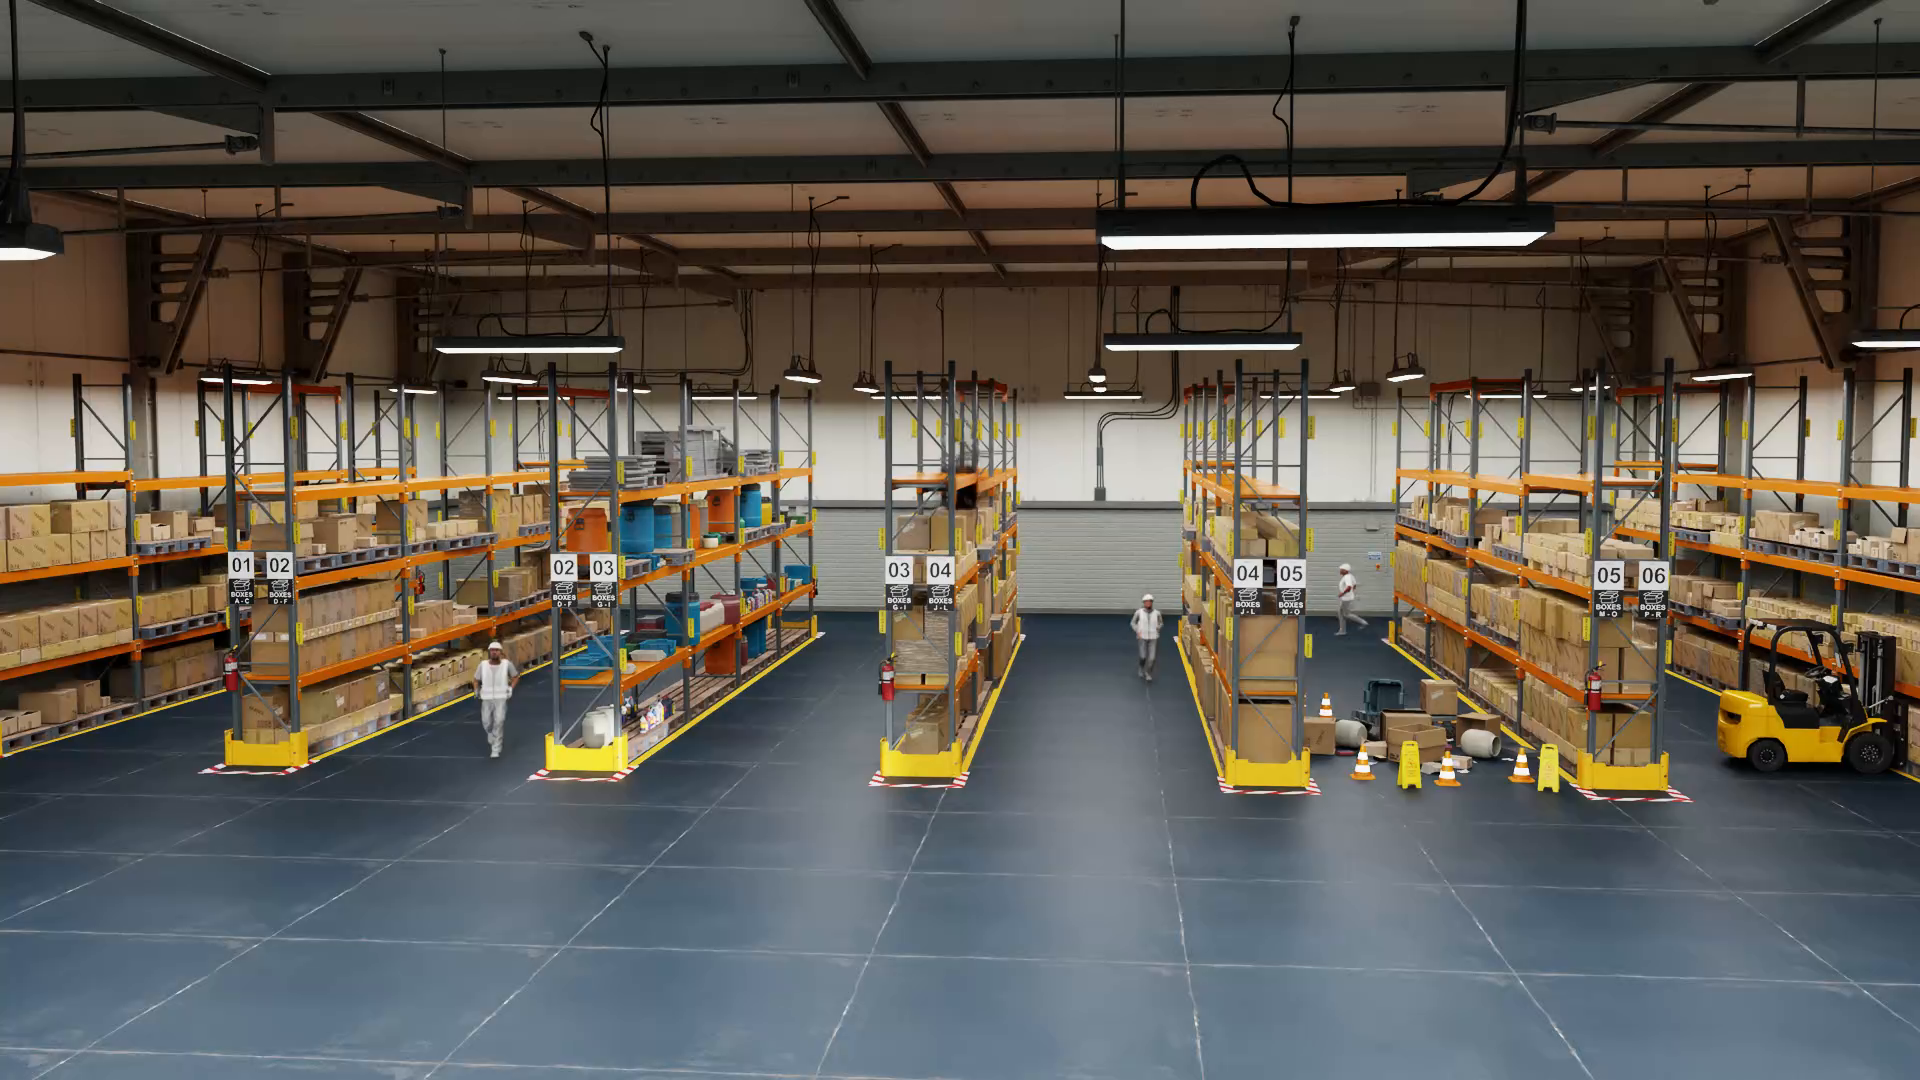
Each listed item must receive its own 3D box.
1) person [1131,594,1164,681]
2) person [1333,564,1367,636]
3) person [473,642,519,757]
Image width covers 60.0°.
[{"bbox_3d":[3.724,1.952,33.176,0.590,1.723,0.590,0,4,-1],"label":"person"},{"bbox_3d":[9.511,1.466,40.490,0.816,1.773,0.710,1,4,15],"label":"person"},{"bbox_3d":[-7.156,2.445,25.617,0.680,1.737,0.806,-1,4,-9],"label":"person"}]
